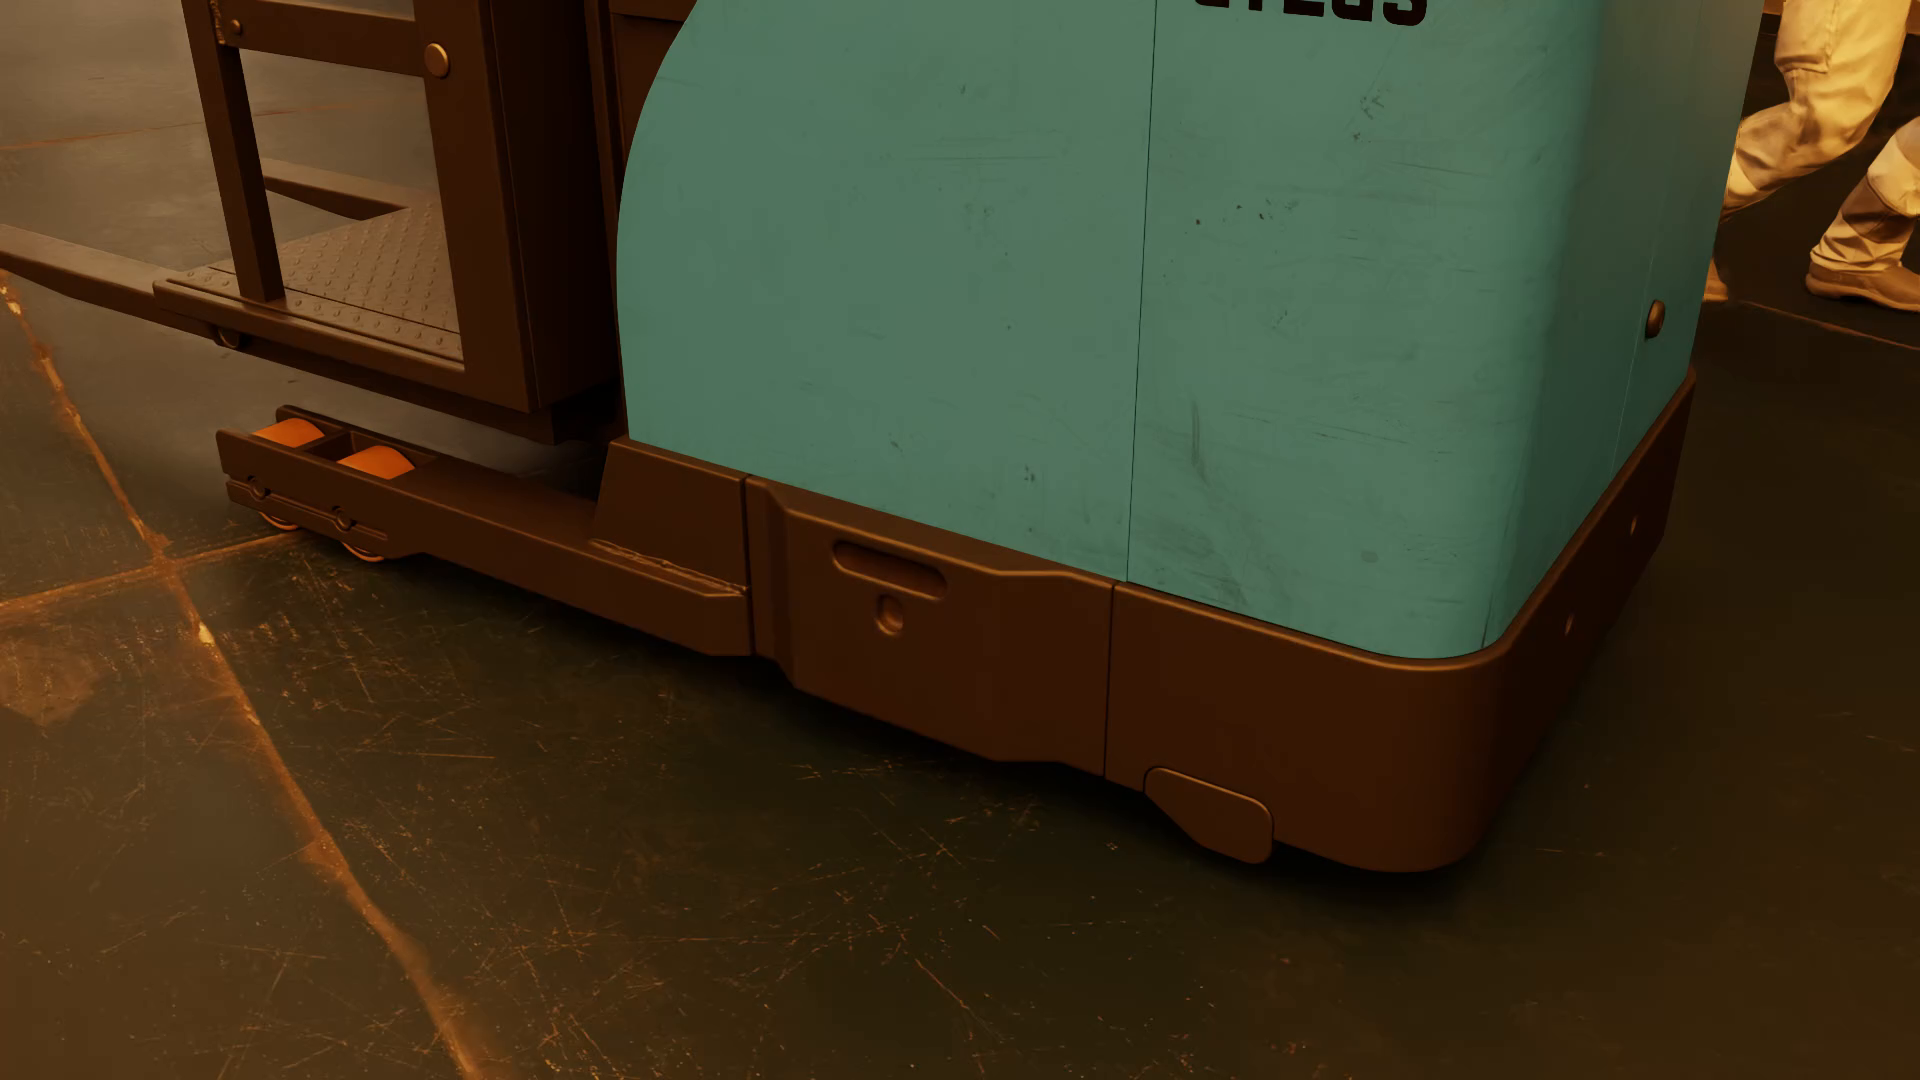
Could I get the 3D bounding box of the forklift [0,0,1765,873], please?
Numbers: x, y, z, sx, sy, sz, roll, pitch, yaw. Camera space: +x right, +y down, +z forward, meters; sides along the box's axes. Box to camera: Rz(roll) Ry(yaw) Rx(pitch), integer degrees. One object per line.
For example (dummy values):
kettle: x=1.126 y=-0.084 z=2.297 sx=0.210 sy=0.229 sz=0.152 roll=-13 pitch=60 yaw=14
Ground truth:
forklift: x=-0.511 y=-1.459 z=2.139 sx=3.031 sy=2.935 sz=1.130 roll=16 pitch=31 yaw=29

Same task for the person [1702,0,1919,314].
person: x=1.682 y=-1.189 z=2.989 sx=0.923 sy=1.689 sz=0.488 roll=-7 pitch=28 yaw=-14
